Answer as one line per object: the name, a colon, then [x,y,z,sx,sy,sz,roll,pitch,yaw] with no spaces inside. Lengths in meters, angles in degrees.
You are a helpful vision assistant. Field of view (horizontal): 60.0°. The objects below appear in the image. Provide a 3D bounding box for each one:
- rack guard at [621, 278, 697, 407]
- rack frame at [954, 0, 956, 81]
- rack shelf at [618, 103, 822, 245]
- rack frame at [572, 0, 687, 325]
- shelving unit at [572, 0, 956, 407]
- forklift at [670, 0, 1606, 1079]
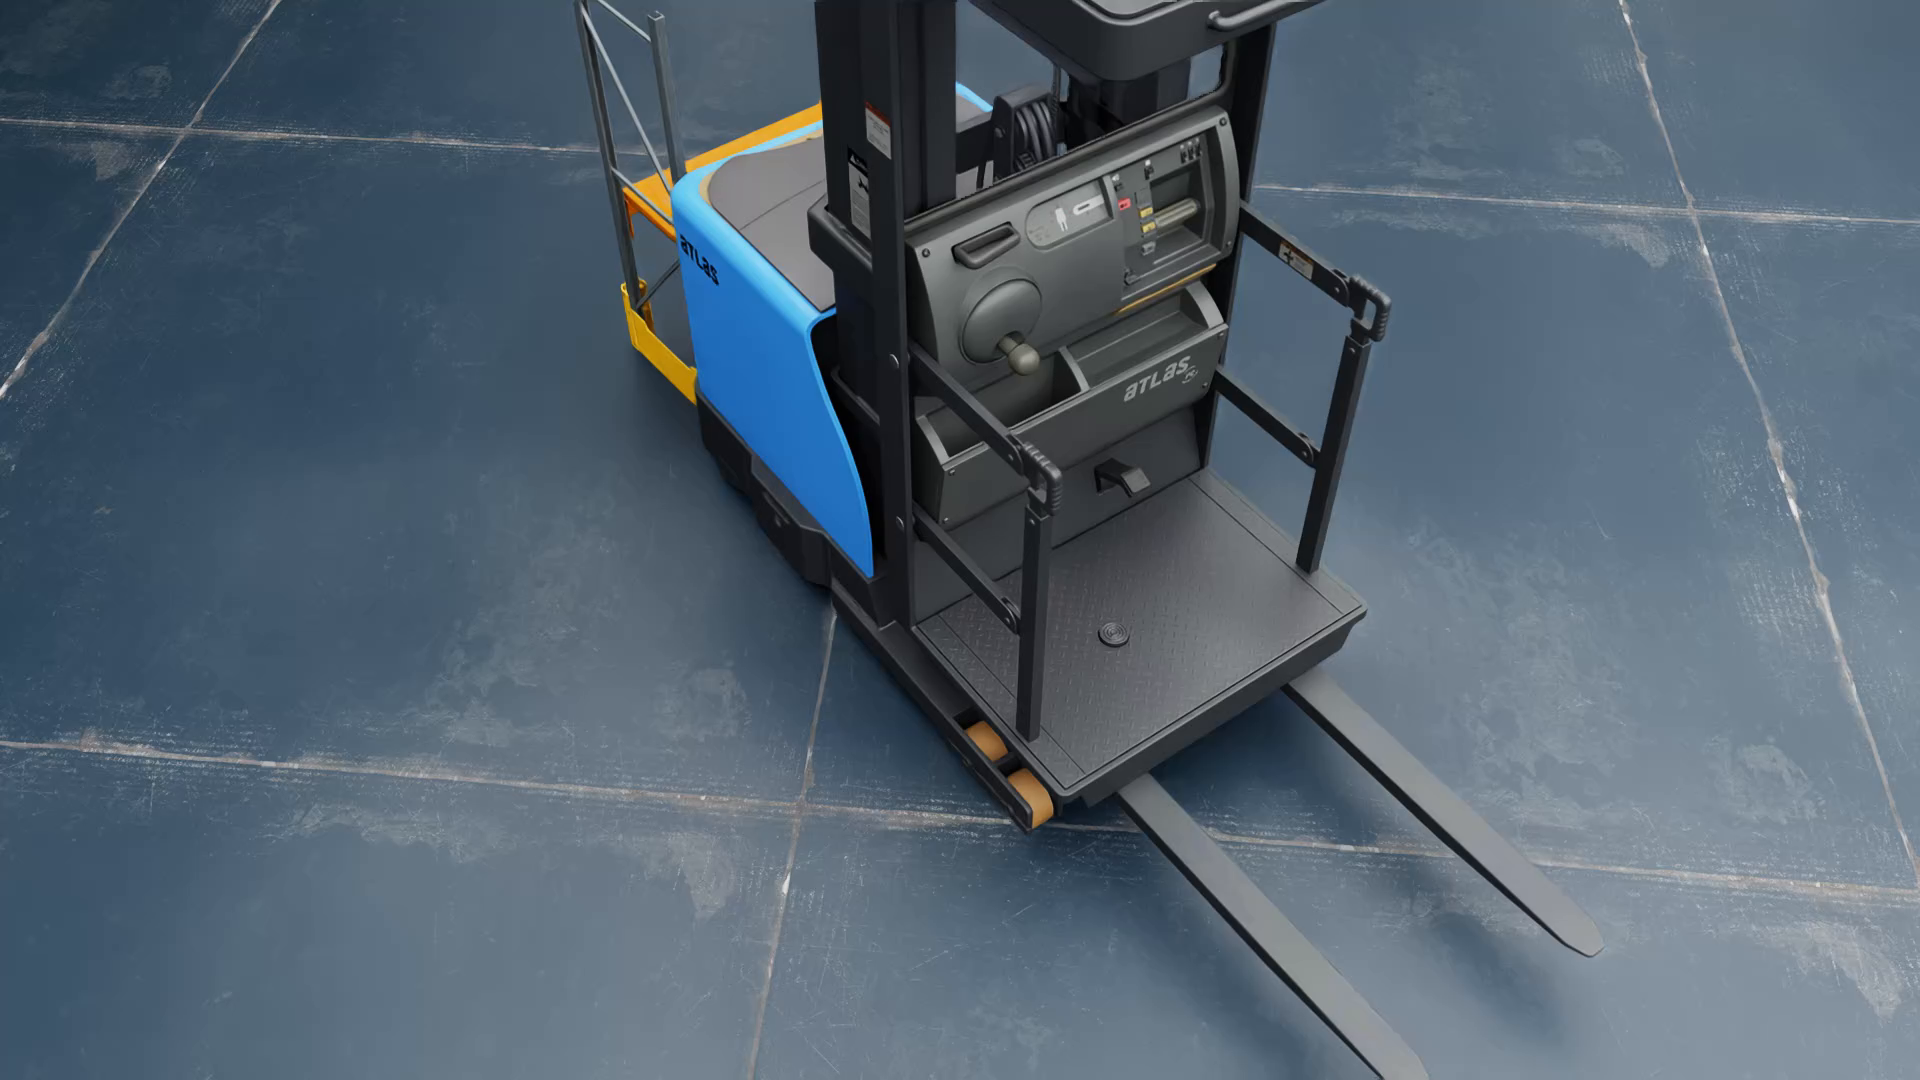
rack guard: [-0.956,-0.639,5.665,0.087,0.250,0.587,-31,55,-25]
rack frame: [-0.180,-1.522,5.626,0.032,1.500,0.500,-31,55,-25]
rack shelf: [-0.576,-1.166,5.543,1.000,0.185,0.538,-31,55,-25]
rack frame: [-0.972,-1.052,5.195,0.032,1.500,0.500,-31,55,-25]
shelving unit: [-0.569,-1.291,5.415,1.083,1.500,0.587,-31,55,-25]
forklift: [0.421,-0.617,3.828,1.130,2.935,3.031,-28,53,-23]
